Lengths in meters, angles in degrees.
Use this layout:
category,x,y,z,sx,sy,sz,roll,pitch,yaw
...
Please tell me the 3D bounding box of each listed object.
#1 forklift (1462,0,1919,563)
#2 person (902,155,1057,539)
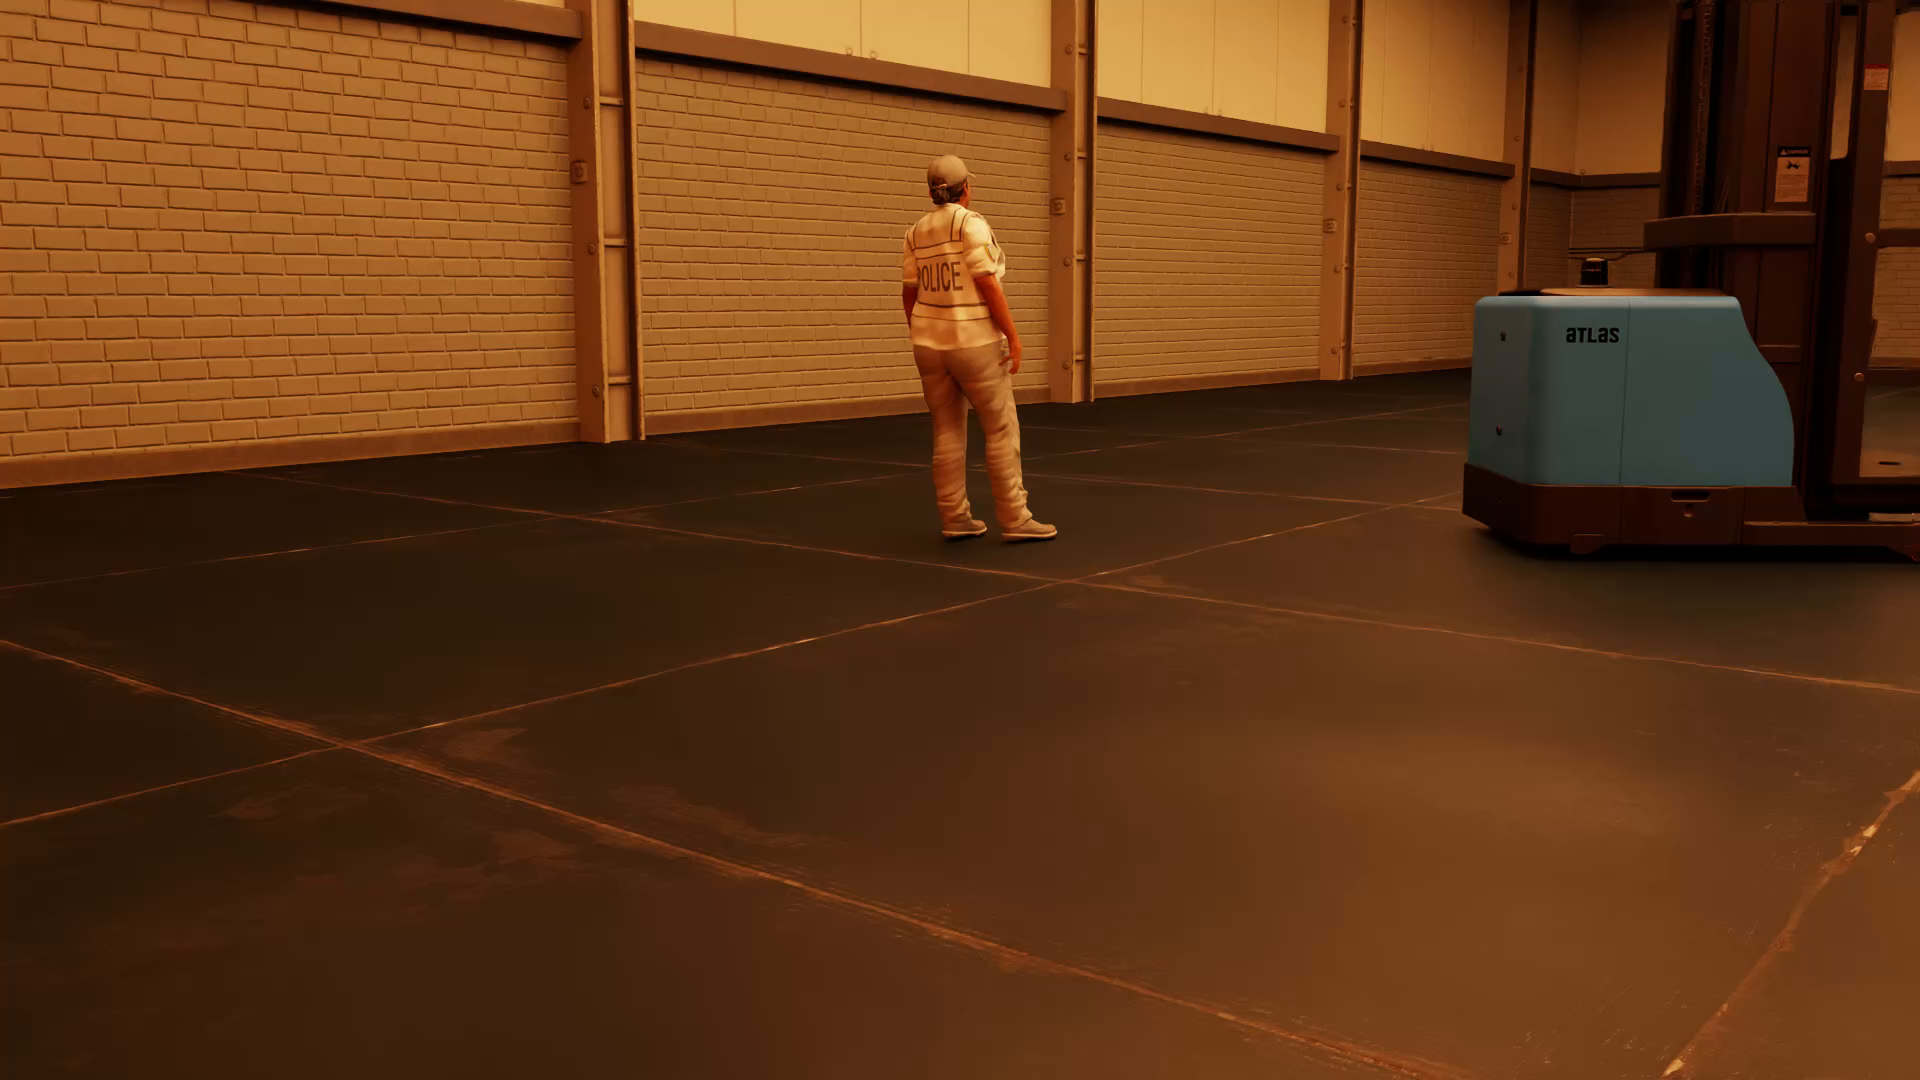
category,x,y,z,sx,sy,sz,roll,pitch,yaw
forklift,3.841,-1.432,7.071,3.031,2.935,1.130,0,8,2
person,0.066,-0.838,7.328,0.598,1.670,0.529,7,11,38
